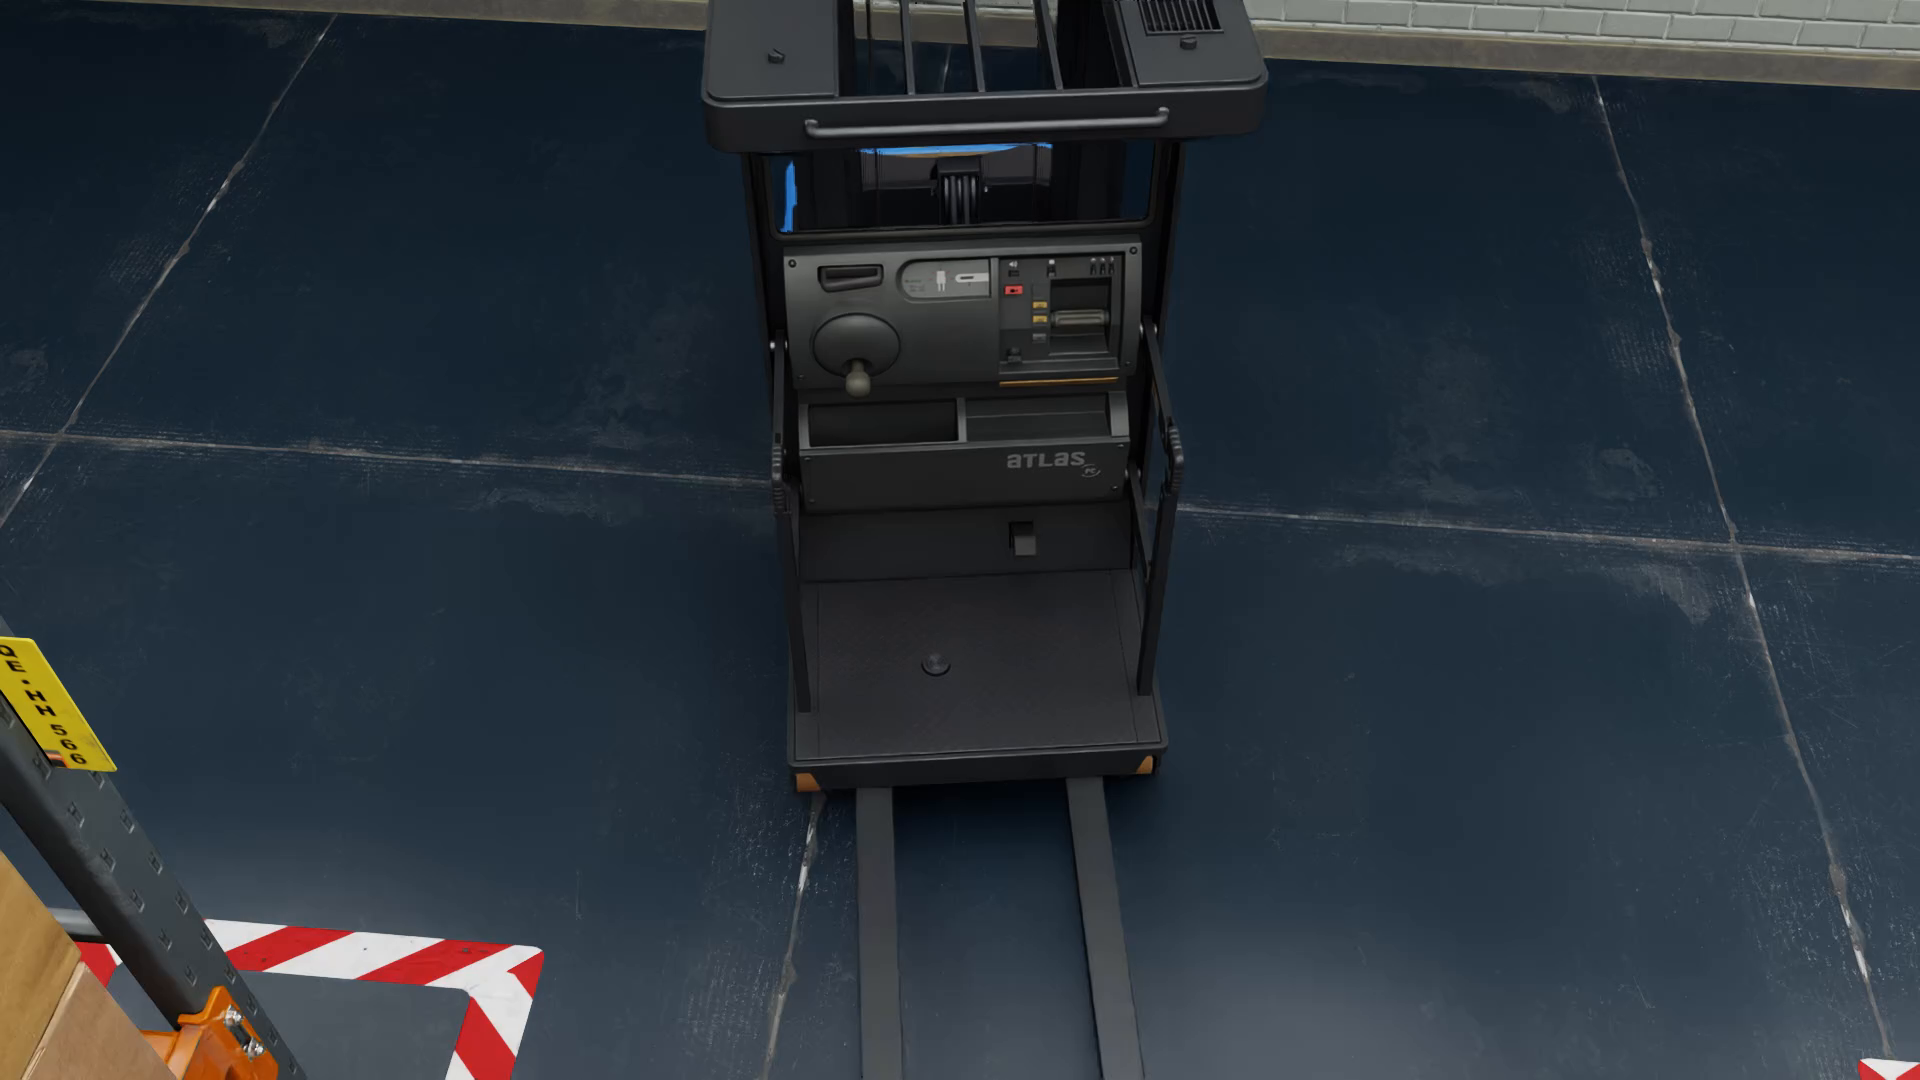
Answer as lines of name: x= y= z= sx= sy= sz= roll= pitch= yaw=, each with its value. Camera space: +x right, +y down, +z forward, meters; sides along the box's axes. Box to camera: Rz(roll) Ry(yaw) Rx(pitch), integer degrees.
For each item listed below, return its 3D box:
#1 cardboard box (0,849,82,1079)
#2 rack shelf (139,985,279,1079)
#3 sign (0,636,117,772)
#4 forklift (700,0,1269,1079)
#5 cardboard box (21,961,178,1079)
cardboard box: x=-1.689 y=0.669 z=2.360 sx=0.500 sy=0.500 sz=0.500 roll=3 pitch=48 yaw=3
rack shelf: x=-2.104 y=2.407 z=2.003 sx=1.077 sy=0.370 sz=4.000 roll=4 pitch=48 yaw=4
sign: x=-1.371 y=0.249 z=2.491 sx=0.100 sy=0.325 sz=0.005 roll=4 pitch=48 yaw=4
forklift: x=0.026 y=-0.485 z=4.207 sx=1.130 sy=2.935 sz=3.031 roll=-3 pitch=48 yaw=-2
cardboard box: x=-1.692 y=1.008 z=2.727 sx=0.500 sy=0.500 sz=0.500 roll=5 pitch=48 yaw=5
